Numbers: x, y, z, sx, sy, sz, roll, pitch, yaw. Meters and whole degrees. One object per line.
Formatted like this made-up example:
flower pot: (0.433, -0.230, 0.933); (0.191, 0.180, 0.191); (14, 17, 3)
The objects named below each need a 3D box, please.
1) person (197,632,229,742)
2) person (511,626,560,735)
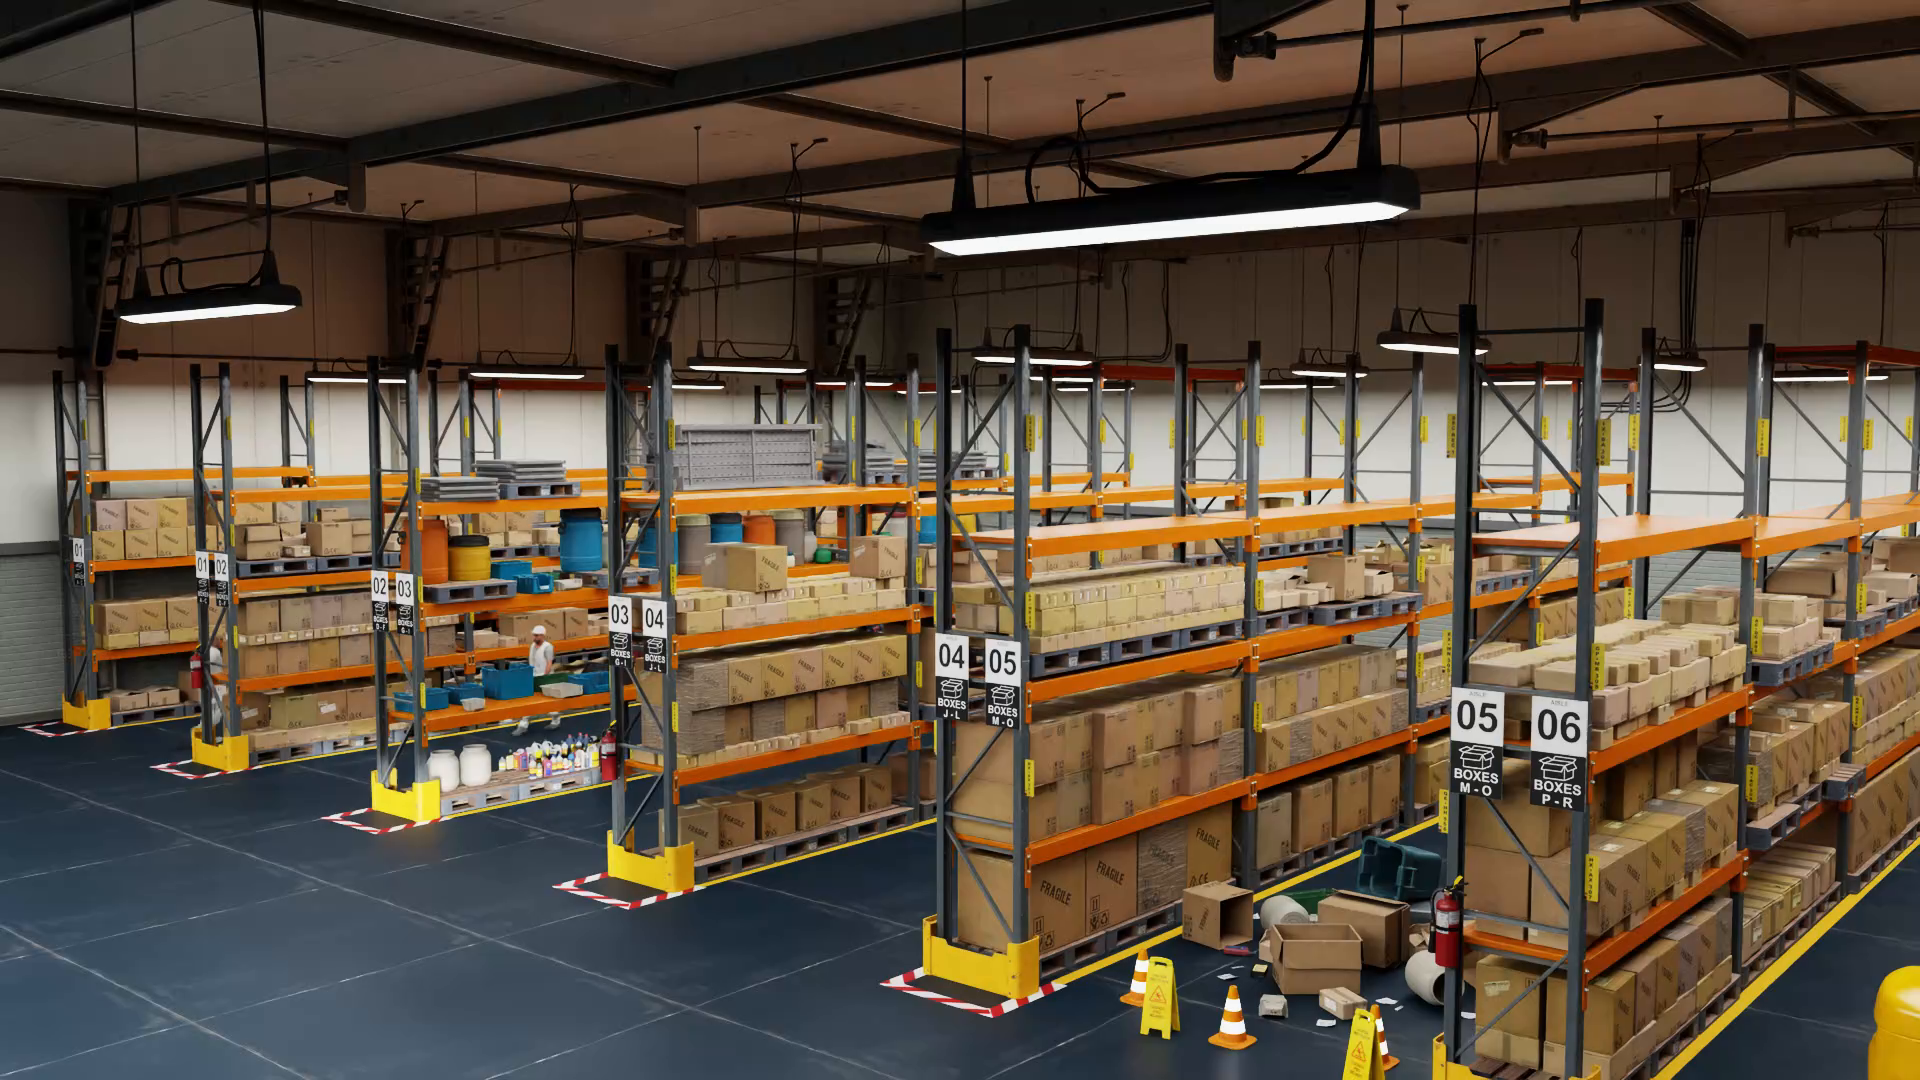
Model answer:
person: (-11.968, 2.360, 26.538); (0.572, 1.770, 0.627); (-3, 5, -40)
person: (-6.980, 2.295, 27.426); (0.588, 1.769, 0.864); (2, 5, 27)
